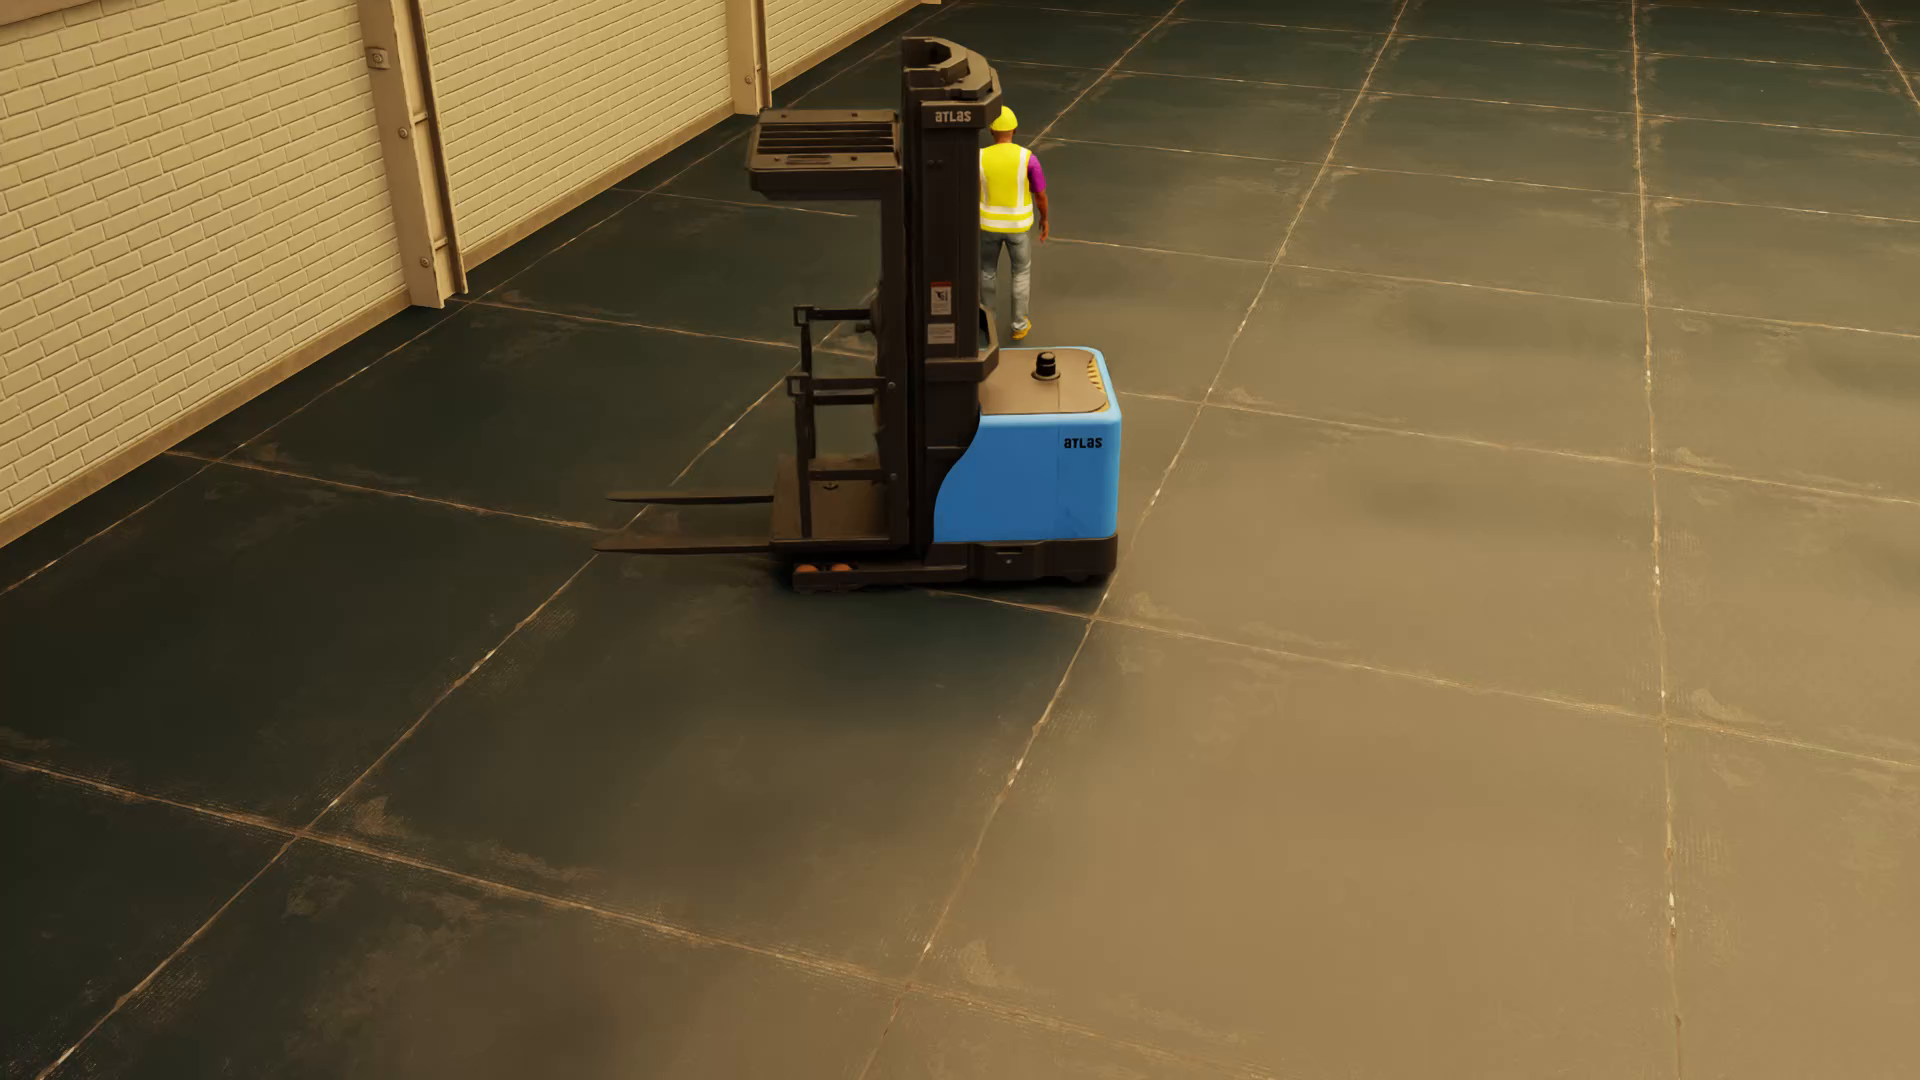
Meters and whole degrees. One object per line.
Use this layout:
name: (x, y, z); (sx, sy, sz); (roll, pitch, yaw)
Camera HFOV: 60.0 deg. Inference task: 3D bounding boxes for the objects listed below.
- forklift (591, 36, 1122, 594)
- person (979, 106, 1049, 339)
forklift: (-0.627, -1.231, 9.297); (3.031, 2.935, 1.130); (-1, 30, -3)
person: (0.348, -2.400, 12.562); (0.658, 1.786, 0.512); (4, 30, 7)
